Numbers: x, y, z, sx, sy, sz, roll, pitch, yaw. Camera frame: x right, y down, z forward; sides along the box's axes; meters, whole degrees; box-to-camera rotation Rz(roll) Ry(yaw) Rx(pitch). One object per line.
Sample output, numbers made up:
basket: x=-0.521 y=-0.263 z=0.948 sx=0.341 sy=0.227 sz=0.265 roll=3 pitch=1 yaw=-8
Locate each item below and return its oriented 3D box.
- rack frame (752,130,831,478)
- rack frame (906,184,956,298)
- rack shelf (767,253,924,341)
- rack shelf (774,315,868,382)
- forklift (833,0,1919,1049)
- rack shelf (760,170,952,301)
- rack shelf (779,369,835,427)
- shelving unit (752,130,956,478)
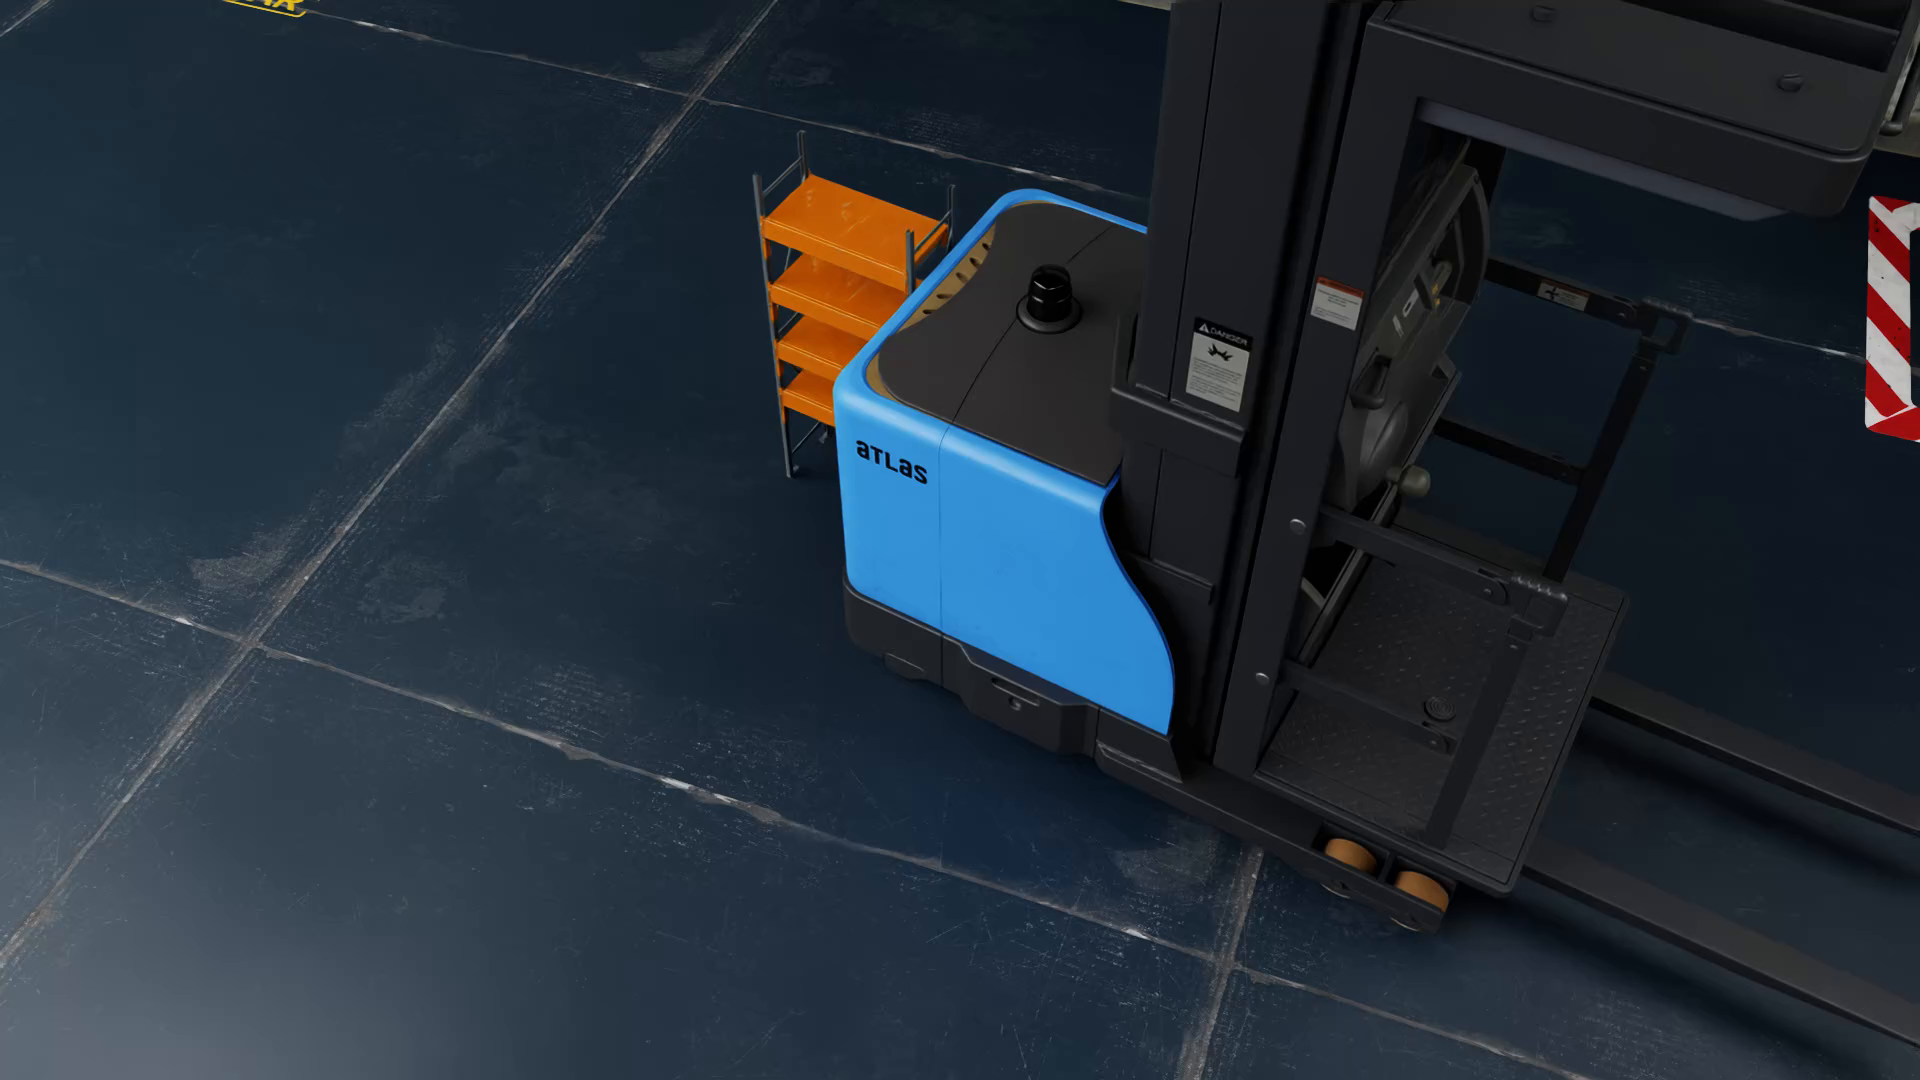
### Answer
rack frame: x=-0.498 y=-0.675 z=5.041 sx=0.015 sy=1.200 sz=0.240 roll=24 pitch=53 yaw=19
rack frame: x=-0.077 y=-0.490 z=4.880 sx=0.015 sy=1.200 sz=0.240 roll=24 pitch=53 yaw=19
rack shelf: x=-0.288 y=-0.685 z=4.843 sx=0.480 sy=0.148 sz=0.258 roll=24 pitch=53 yaw=19
rack shelf: x=-0.288 y=-0.538 z=5.012 sx=0.480 sy=0.148 sz=0.258 roll=24 pitch=53 yaw=19
forklift: x=1.195 y=-0.401 z=3.658 sx=3.031 sy=2.935 sz=1.130 roll=24 pitch=53 yaw=19
rack shelf: x=-0.288 y=-0.840 z=4.664 sx=0.480 sy=0.148 sz=0.258 roll=24 pitch=53 yaw=19
rack shelf: x=-0.288 y=-0.408 z=5.162 sx=0.480 sy=0.148 sz=0.258 roll=24 pitch=53 yaw=19
shelving unit: x=-0.288 y=-0.582 z=4.961 sx=0.503 sy=1.200 sz=0.258 roll=24 pitch=53 yaw=19
